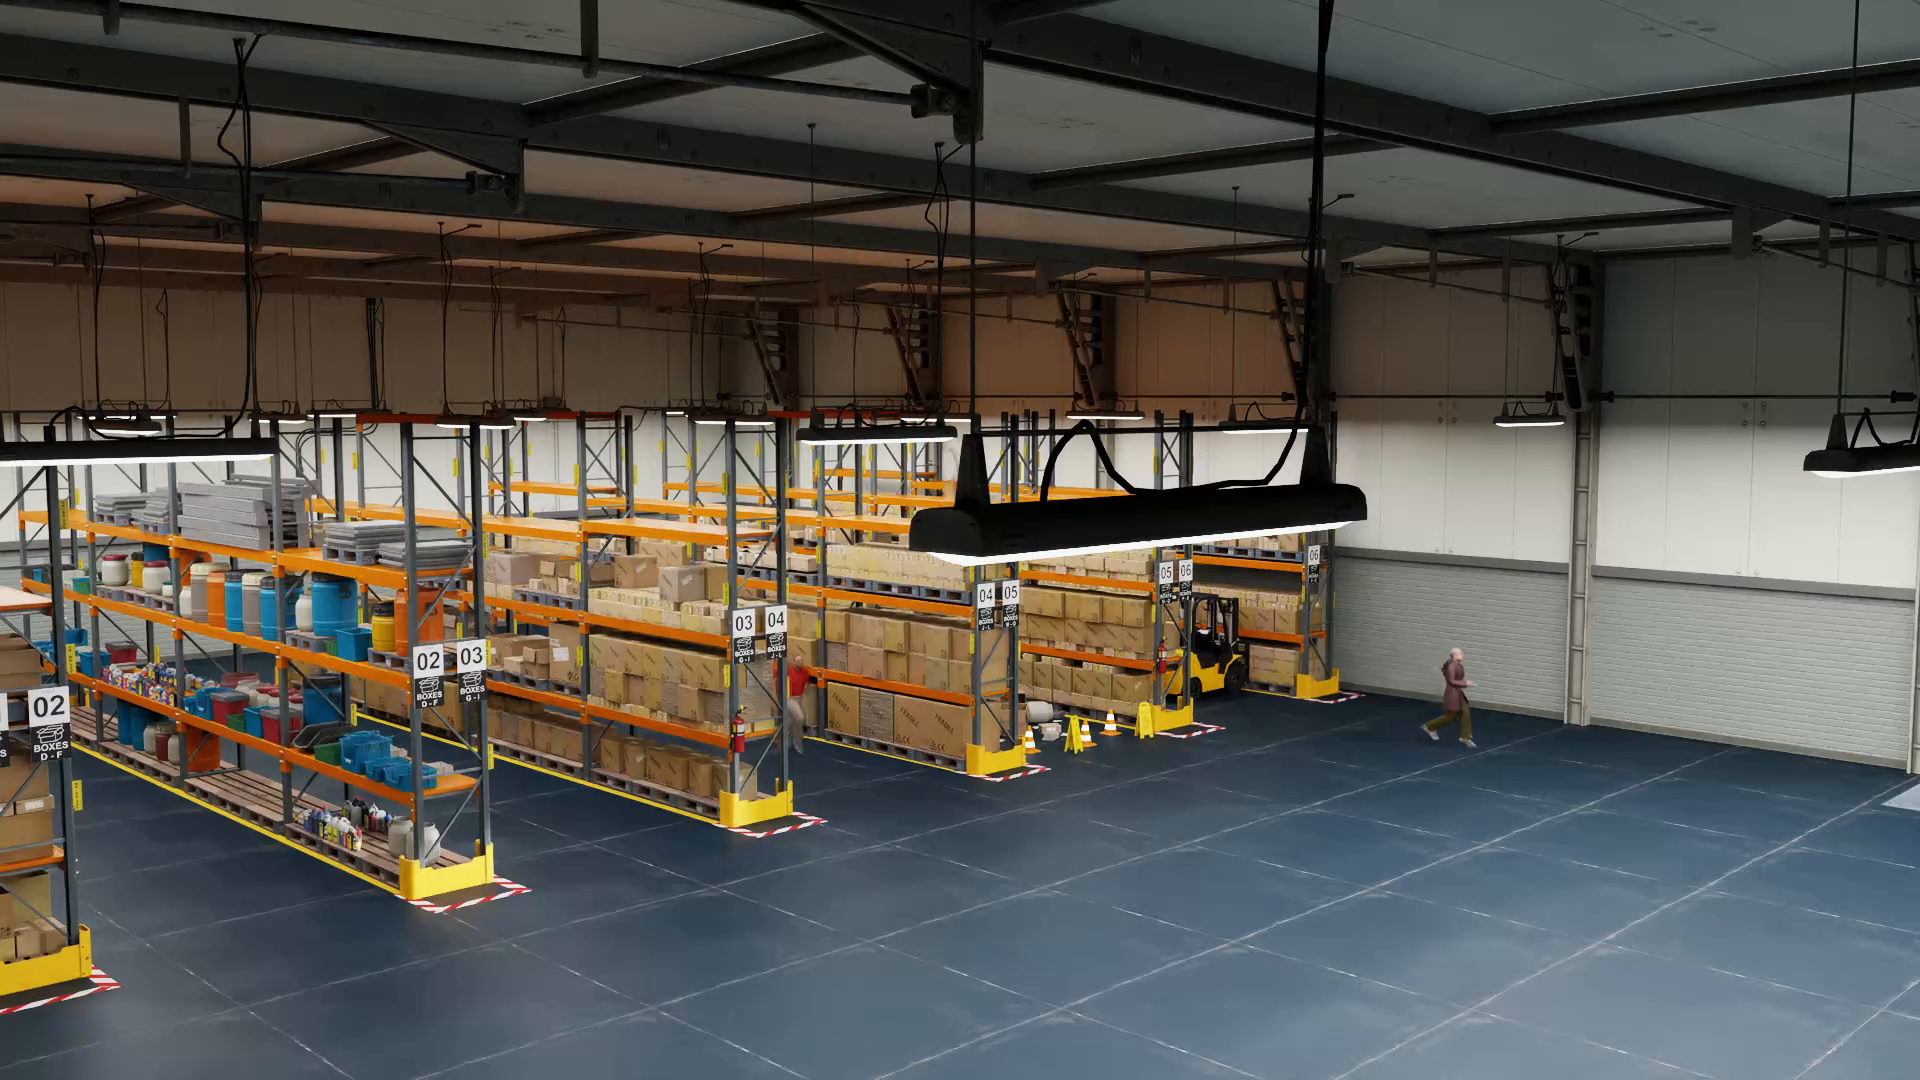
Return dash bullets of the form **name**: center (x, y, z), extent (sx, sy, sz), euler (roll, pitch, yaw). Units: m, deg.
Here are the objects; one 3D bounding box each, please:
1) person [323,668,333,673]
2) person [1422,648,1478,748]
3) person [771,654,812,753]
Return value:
- **person**: center (-10.925, 3.028, 28.764), extent (0.726, 1.640, 0.613), euler (4, 6, 40)
- **person**: center (8.878, 2.854, 30.072), extent (1.009, 1.835, 0.742), euler (2, 5, 25)
- **person**: center (-2.995, 2.913, 29.682), extent (0.874, 1.777, 0.679), euler (5, 7, 42)
